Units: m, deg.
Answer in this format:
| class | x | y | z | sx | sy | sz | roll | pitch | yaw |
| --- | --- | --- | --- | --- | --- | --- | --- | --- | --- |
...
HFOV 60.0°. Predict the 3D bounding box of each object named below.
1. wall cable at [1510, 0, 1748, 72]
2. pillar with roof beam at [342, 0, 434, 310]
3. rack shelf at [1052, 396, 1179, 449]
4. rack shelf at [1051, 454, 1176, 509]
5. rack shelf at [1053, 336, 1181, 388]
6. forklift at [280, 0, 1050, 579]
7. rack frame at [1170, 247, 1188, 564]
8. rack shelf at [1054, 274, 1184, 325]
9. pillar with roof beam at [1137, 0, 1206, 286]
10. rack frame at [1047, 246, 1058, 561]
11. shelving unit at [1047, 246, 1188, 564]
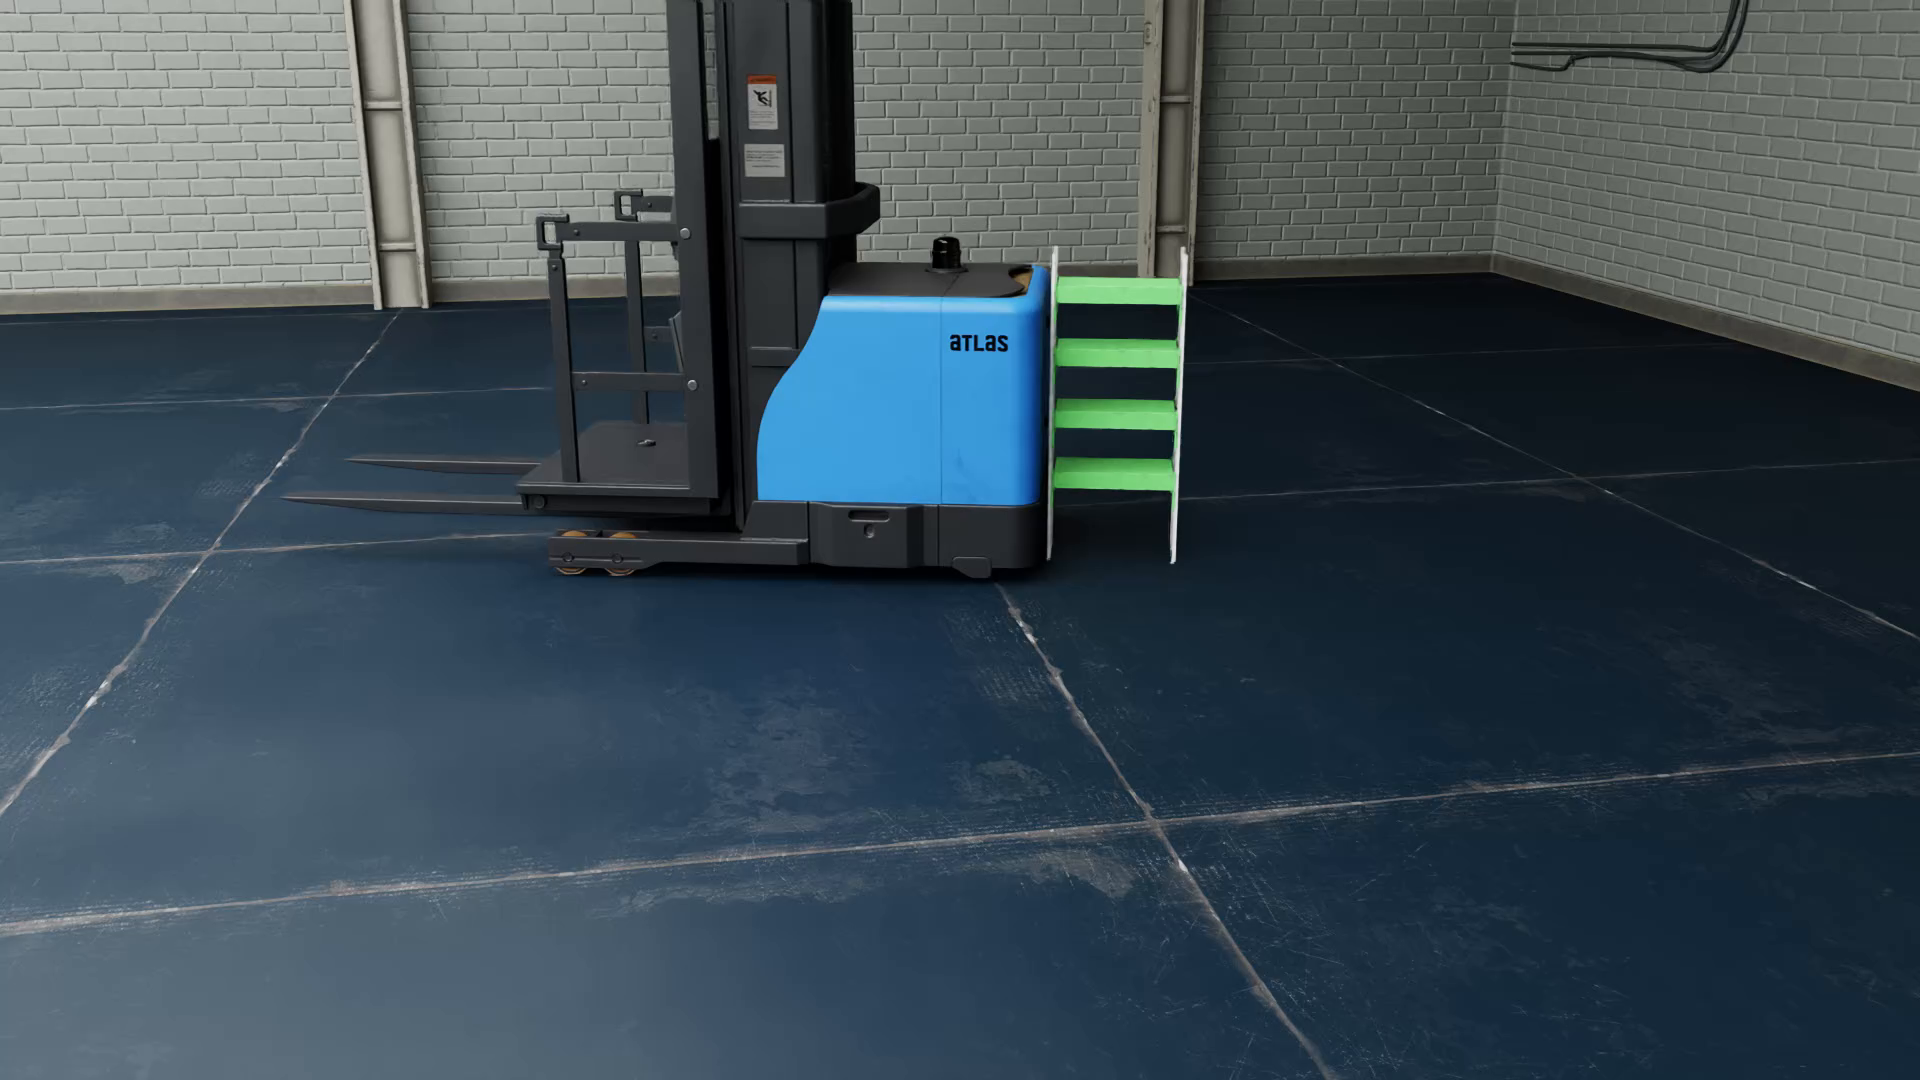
| class | x | y | z | sx | sy | sz | roll | pitch | yaw |
| --- | --- | --- | --- | --- | --- | --- | --- | --- | --- |
| wall cable | 4.829 | -4.709 | 12.106 | 0.112 | 2.526 | 3.097 | -3 | 17 | -10 |
| pillar with roof beam | -3.389 | -4.835 | 7.229 | 0.400 | 9.000 | 9.100 | -3 | 17 | -10 |
| rack shelf | 0.604 | -0.461 | 6.486 | 0.480 | 0.148 | 0.258 | 1 | 17 | 5 |
| rack shelf | 0.604 | -0.231 | 6.556 | 0.480 | 0.148 | 0.258 | 1 | 17 | 5 |
| rack shelf | 0.604 | -0.690 | 6.415 | 0.480 | 0.148 | 0.258 | 1 | 17 | 5 |
| forklift | -1.164 | -1.414 | 6.425 | 3.031 | 2.935 | 1.130 | 1 | 17 | 5 |
| rack frame | 0.847 | -0.516 | 6.447 | 0.015 | 1.200 | 0.240 | 1 | 17 | 5 |
| rack shelf | 0.604 | -0.920 | 6.345 | 0.480 | 0.148 | 0.258 | 1 | 17 | 5 |
| pillar with roof beam | 2.502 | -5.170 | 8.317 | 0.400 | 9.000 | 9.100 | -3 | 17 | -10 |
| rack frame | 0.360 | -0.528 | 6.487 | 0.015 | 1.200 | 0.240 | 1 | 17 | 5 |
| shelving unit | 0.604 | -0.522 | 6.467 | 0.503 | 1.200 | 0.258 | 1 | 17 | 5 |
